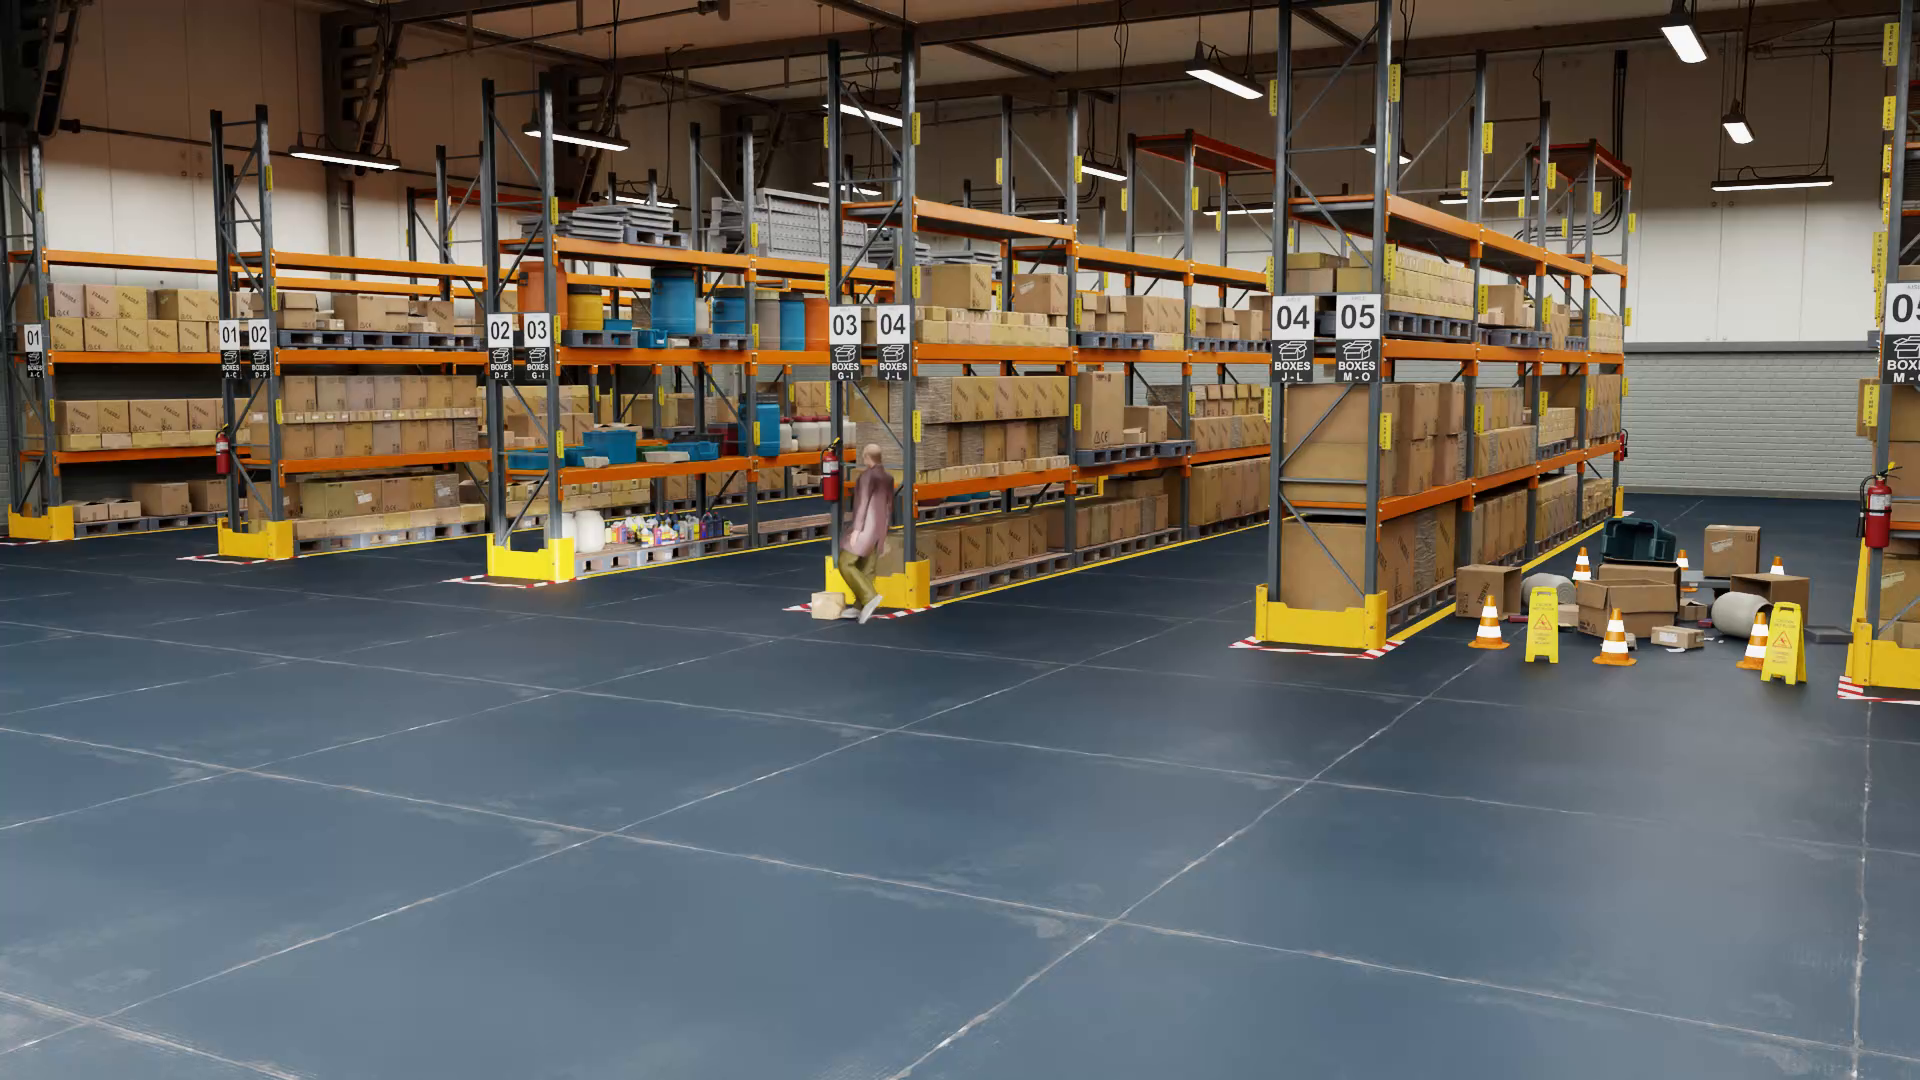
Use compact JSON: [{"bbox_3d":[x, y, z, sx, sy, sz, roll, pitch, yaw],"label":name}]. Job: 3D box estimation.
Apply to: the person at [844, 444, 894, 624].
[{"bbox_3d":[-0.972,-0.038,16.706,0.458,1.863,0.597,4,7,35],"label":"person"}]
